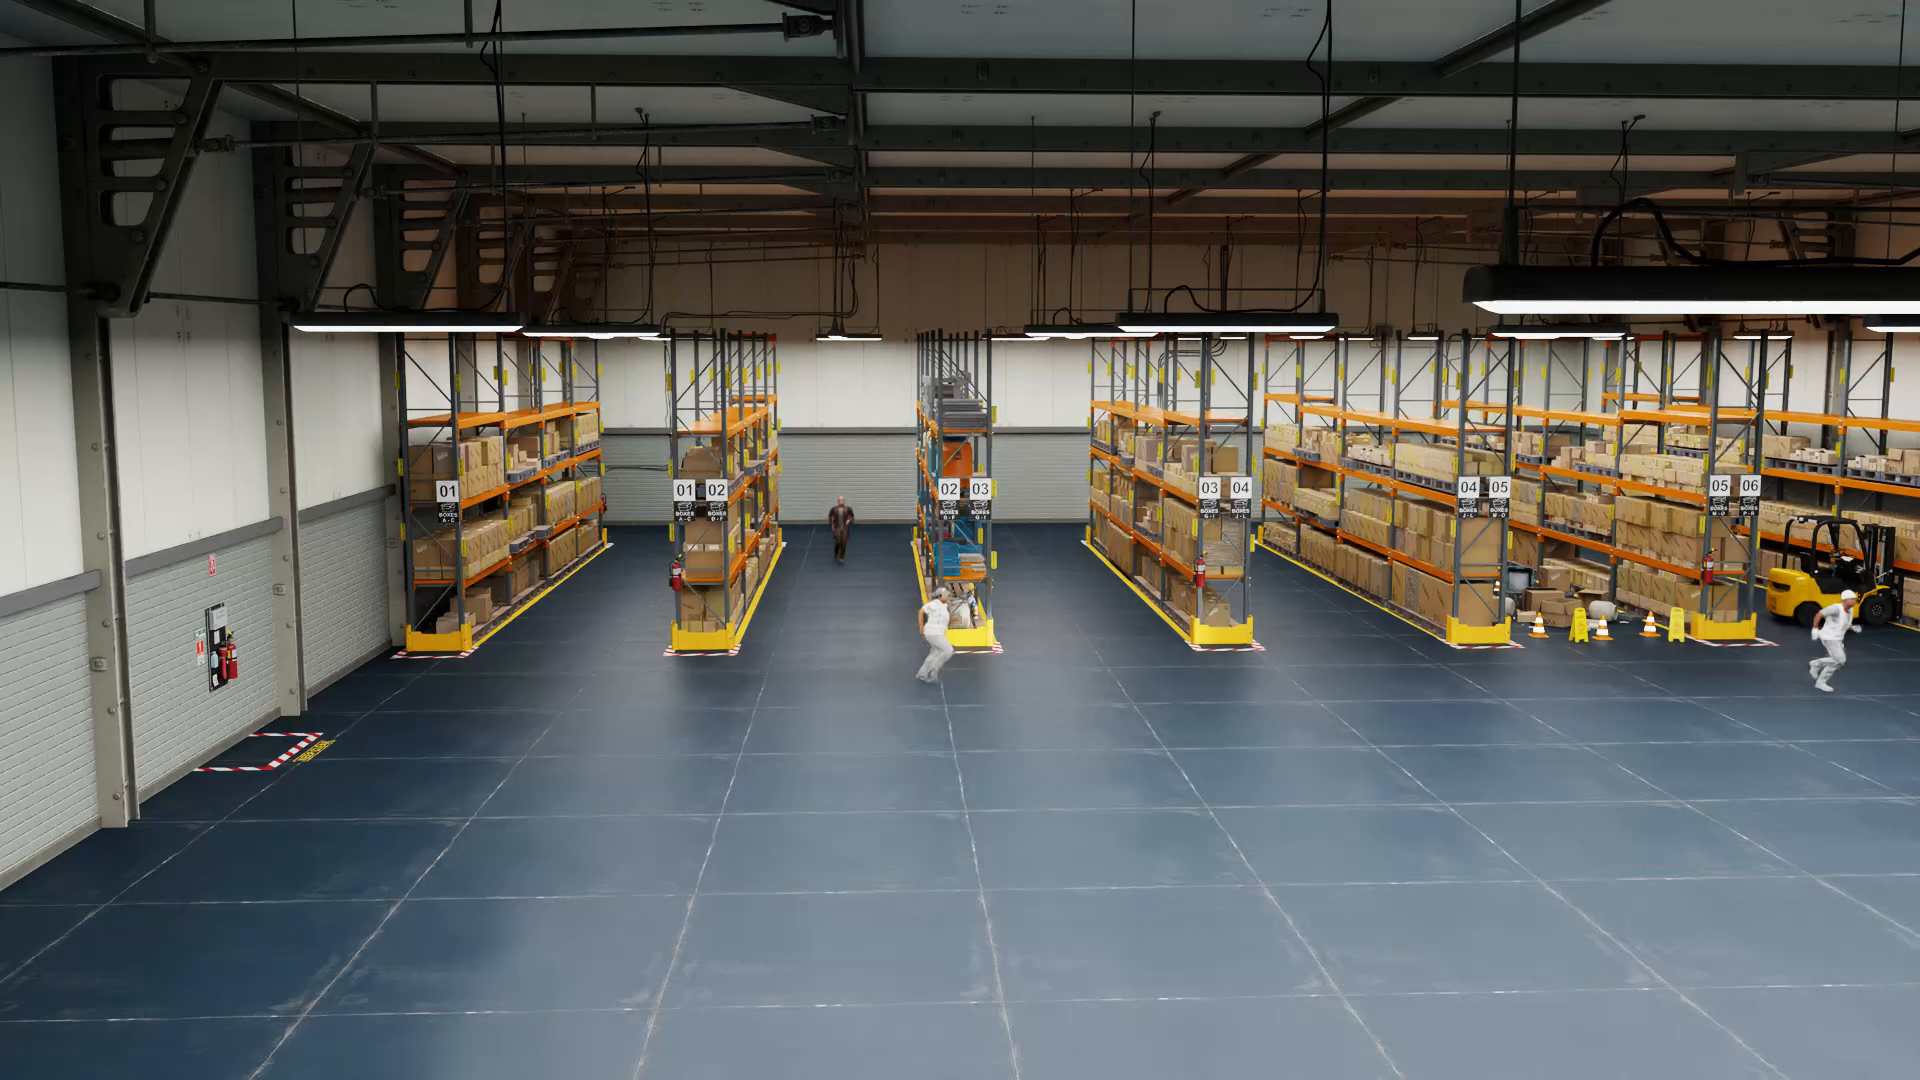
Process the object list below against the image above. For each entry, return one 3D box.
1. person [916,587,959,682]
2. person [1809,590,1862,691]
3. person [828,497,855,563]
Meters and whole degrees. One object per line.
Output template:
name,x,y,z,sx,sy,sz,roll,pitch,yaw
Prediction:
person,-0.381,1.601,28.051,0.750,1.617,0.638,2,7,20
person,14.472,1.656,27.476,0.672,1.701,0.743,-6,9,-39
person,-3.084,-0.258,43.368,0.687,1.747,0.653,-1,7,-5
